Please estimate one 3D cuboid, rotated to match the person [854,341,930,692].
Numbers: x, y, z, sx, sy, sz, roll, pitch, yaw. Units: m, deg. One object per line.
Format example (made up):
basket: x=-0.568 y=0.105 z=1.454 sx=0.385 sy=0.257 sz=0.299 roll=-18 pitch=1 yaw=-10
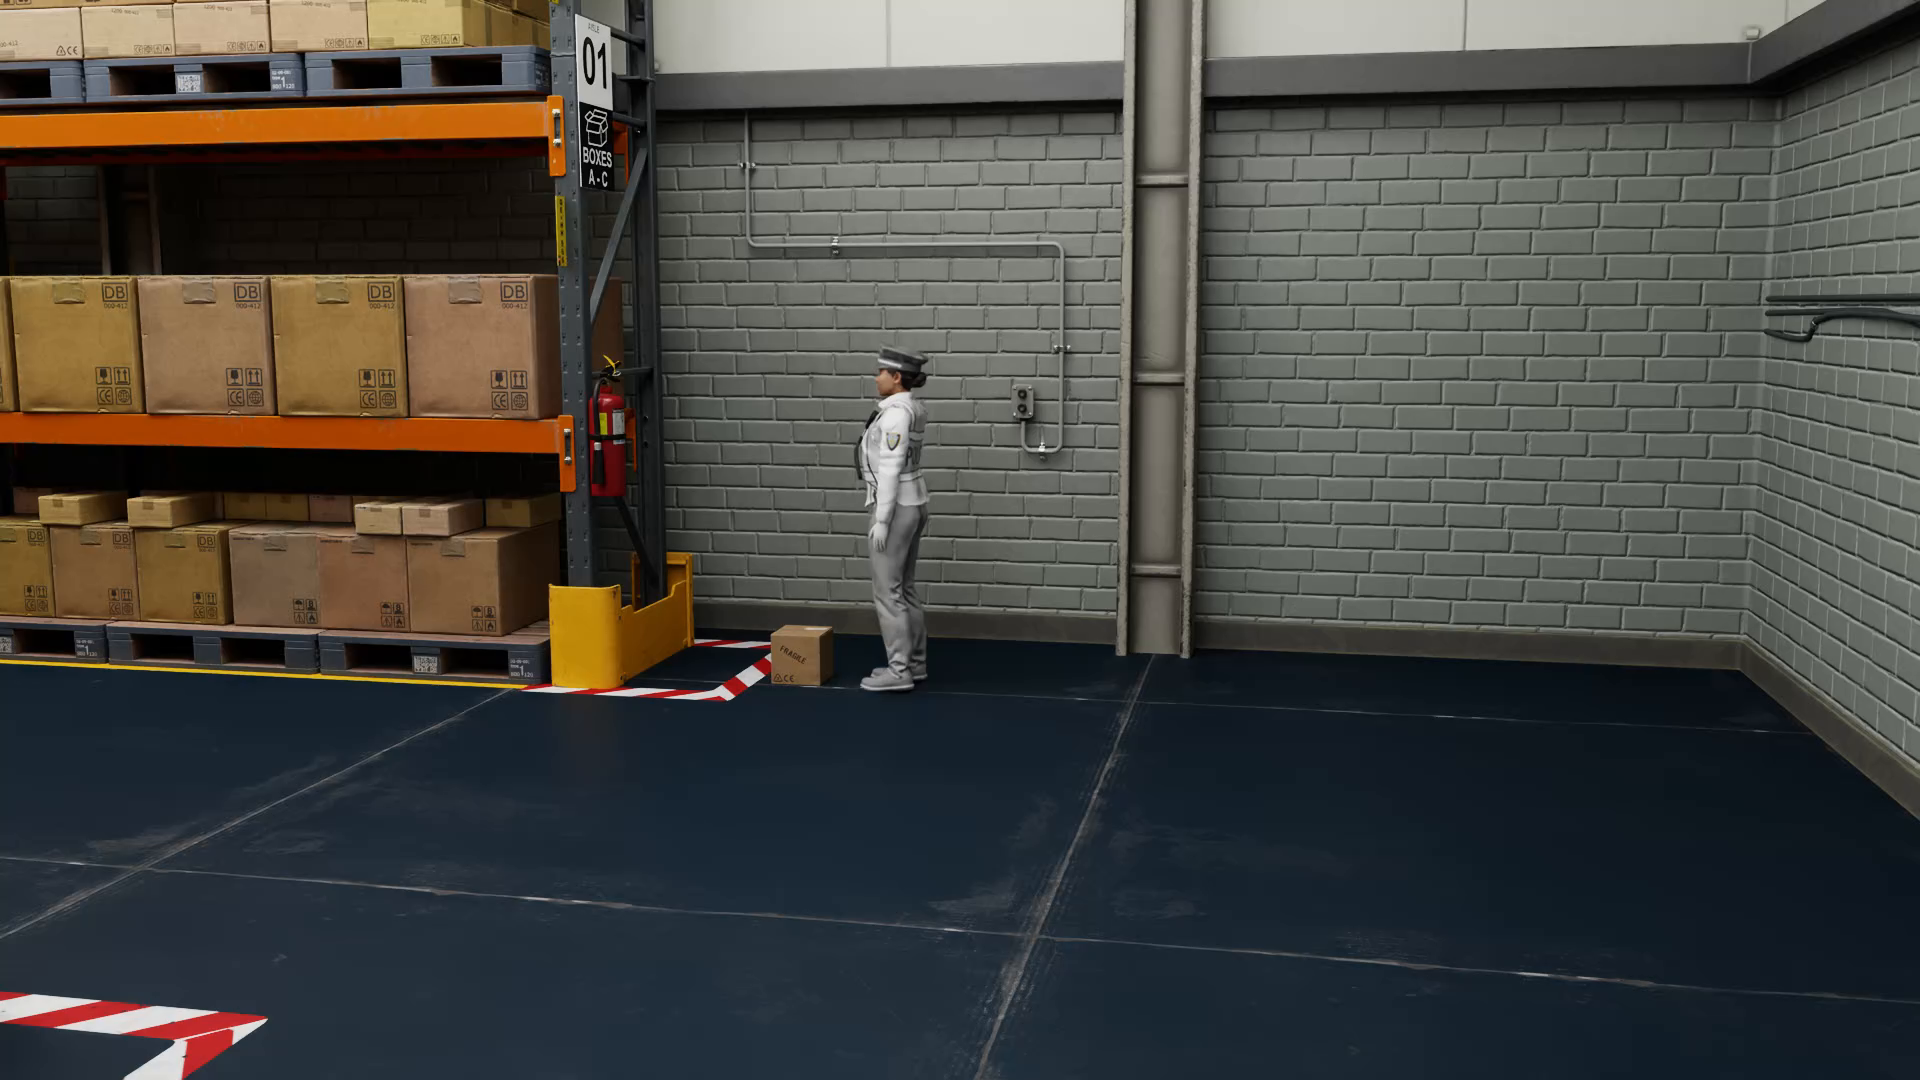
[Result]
person: x=-0.317 y=-0.117 z=8.089 sx=0.335 sy=1.685 sz=0.472 roll=2 pitch=8 yaw=12
